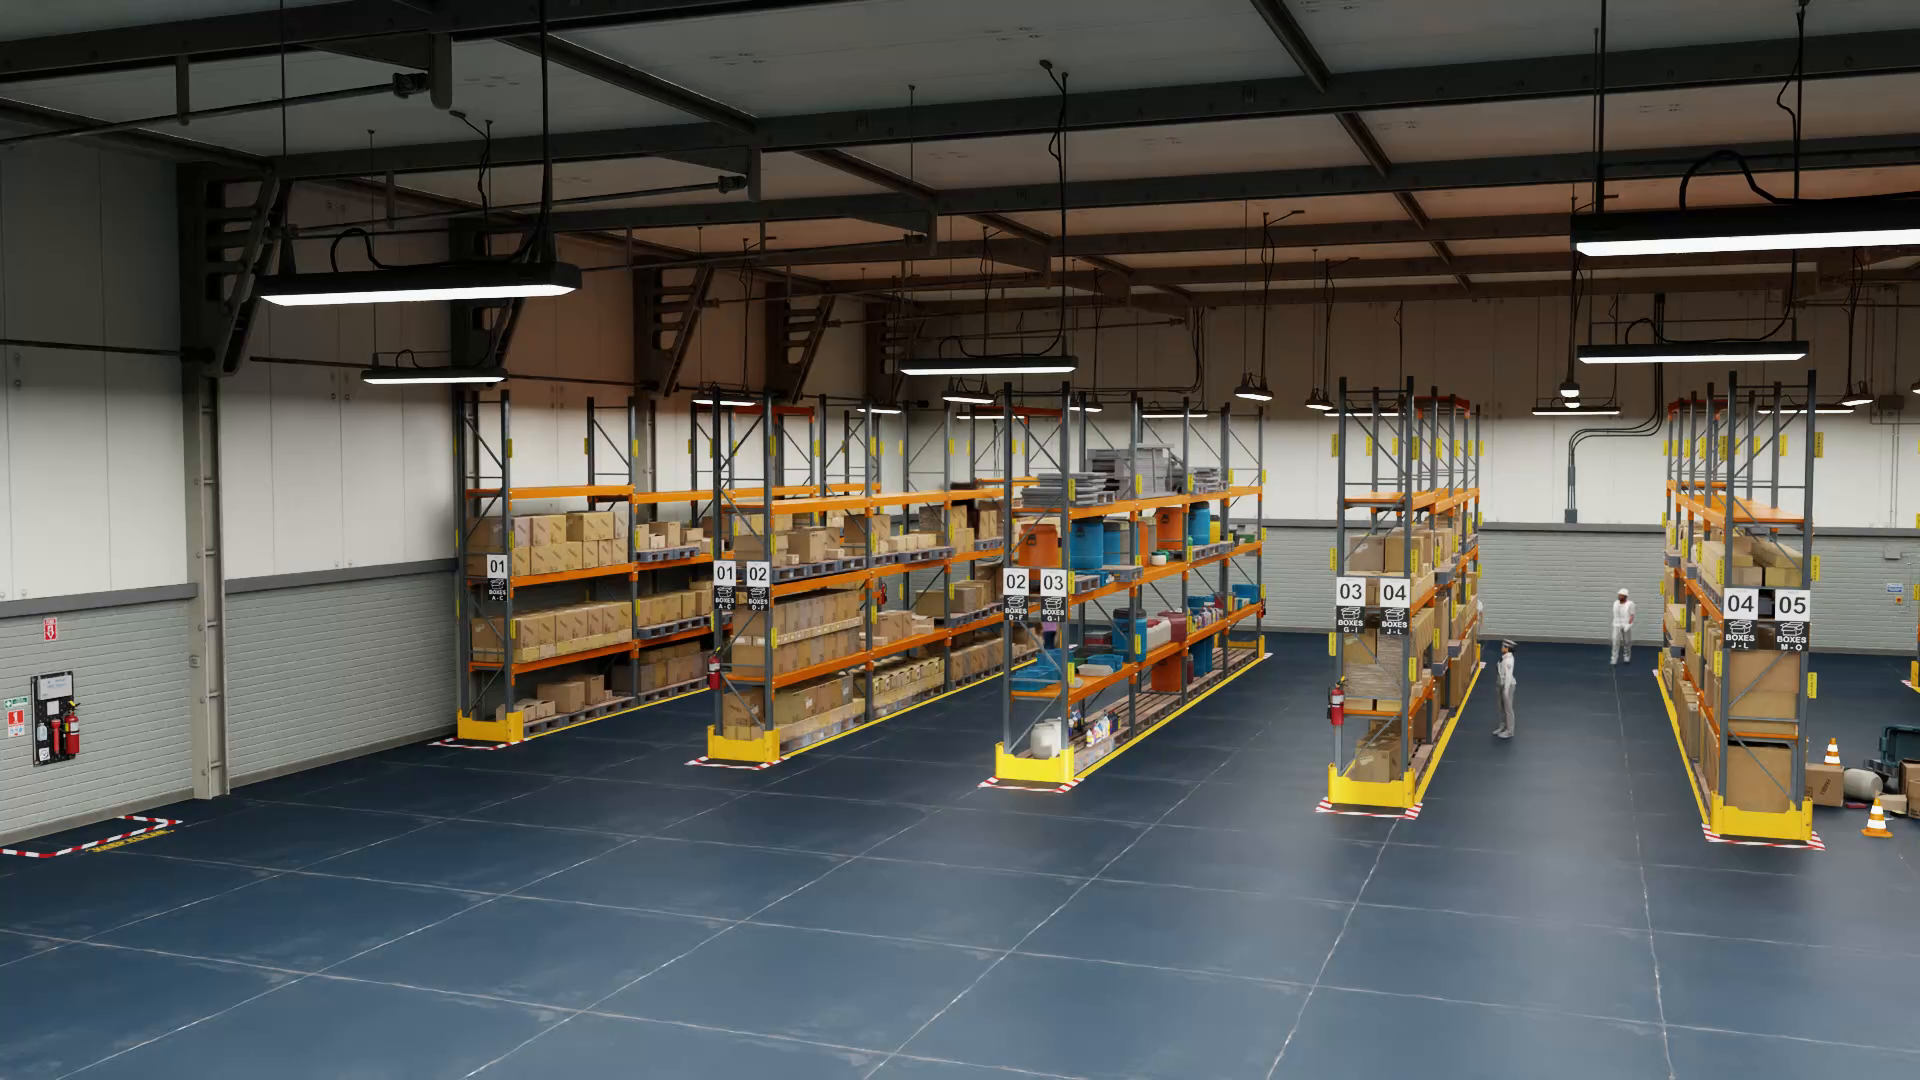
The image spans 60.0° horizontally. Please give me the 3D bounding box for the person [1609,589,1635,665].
[{"bbox_3d":[15.295,1.993,38.362,0.510,1.729,1.021,2,4,30],"label":"person"}]

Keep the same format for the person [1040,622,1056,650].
[{"bbox_3d":[1.938,2.024,36.567,0.337,1.607,0.419,2,4,35],"label":"person"}]

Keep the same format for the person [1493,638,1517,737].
[{"bbox_3d":[9.491,2.559,28.933,0.390,1.697,0.517,0,3,-3],"label":"person"}]

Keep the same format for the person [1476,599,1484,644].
[{"bbox_3d":[12.156,2.008,39.474,0.531,1.681,0.478,1,3,9],"label":"person"}]
